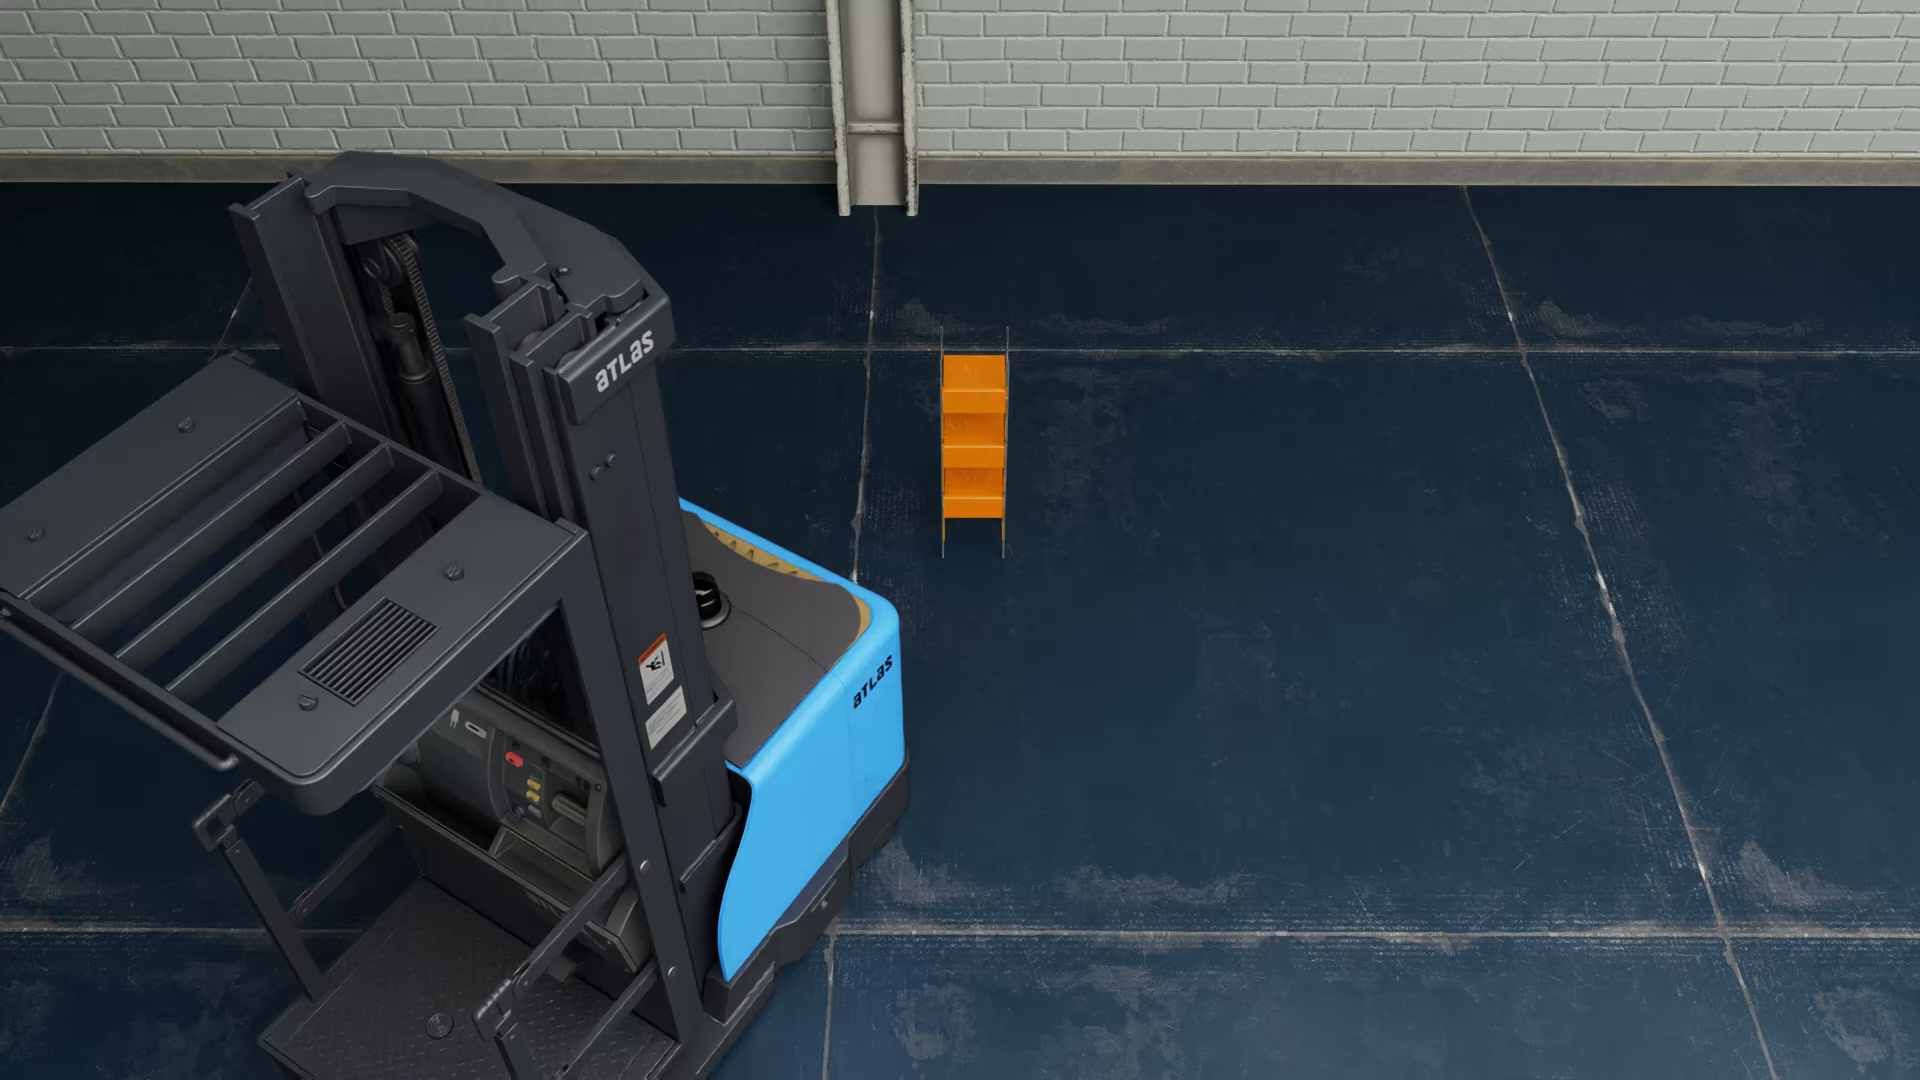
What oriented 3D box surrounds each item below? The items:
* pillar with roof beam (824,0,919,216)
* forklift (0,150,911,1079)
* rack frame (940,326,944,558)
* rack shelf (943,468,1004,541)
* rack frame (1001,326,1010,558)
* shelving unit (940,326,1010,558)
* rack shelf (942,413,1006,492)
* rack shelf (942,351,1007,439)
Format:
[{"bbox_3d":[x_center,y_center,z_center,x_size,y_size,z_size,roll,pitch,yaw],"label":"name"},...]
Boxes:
[{"bbox_3d":[-0.428,-1.656,2.225,0.400,9.000,9.100,0,47,0],"label":"pillar with roof beam"},{"bbox_3d":[-1.392,0.657,4.217,1.130,2.935,3.031,25,52,22],"label":"forklift"},{"bbox_3d":[-0.068,-0.358,6.447,0.008,1.050,0.200,0,47,0],"label":"rack frame"},{"bbox_3d":[0.054,-0.161,6.658,0.240,0.259,0.215,0,47,0],"label":"rack shelf"},{"bbox_3d":[0.176,-0.357,6.446,0.008,1.050,0.200,0,47,0],"label":"rack frame"},{"bbox_3d":[0.054,-0.358,6.446,0.252,1.050,0.215,0,47,0],"label":"shelving unit"},{"bbox_3d":[0.054,-0.350,6.454,0.240,0.259,0.215,0,47,0],"label":"rack shelf"},{"bbox_3d":[0.054,-0.544,6.246,0.240,0.259,0.215,0,47,0],"label":"rack shelf"}]
